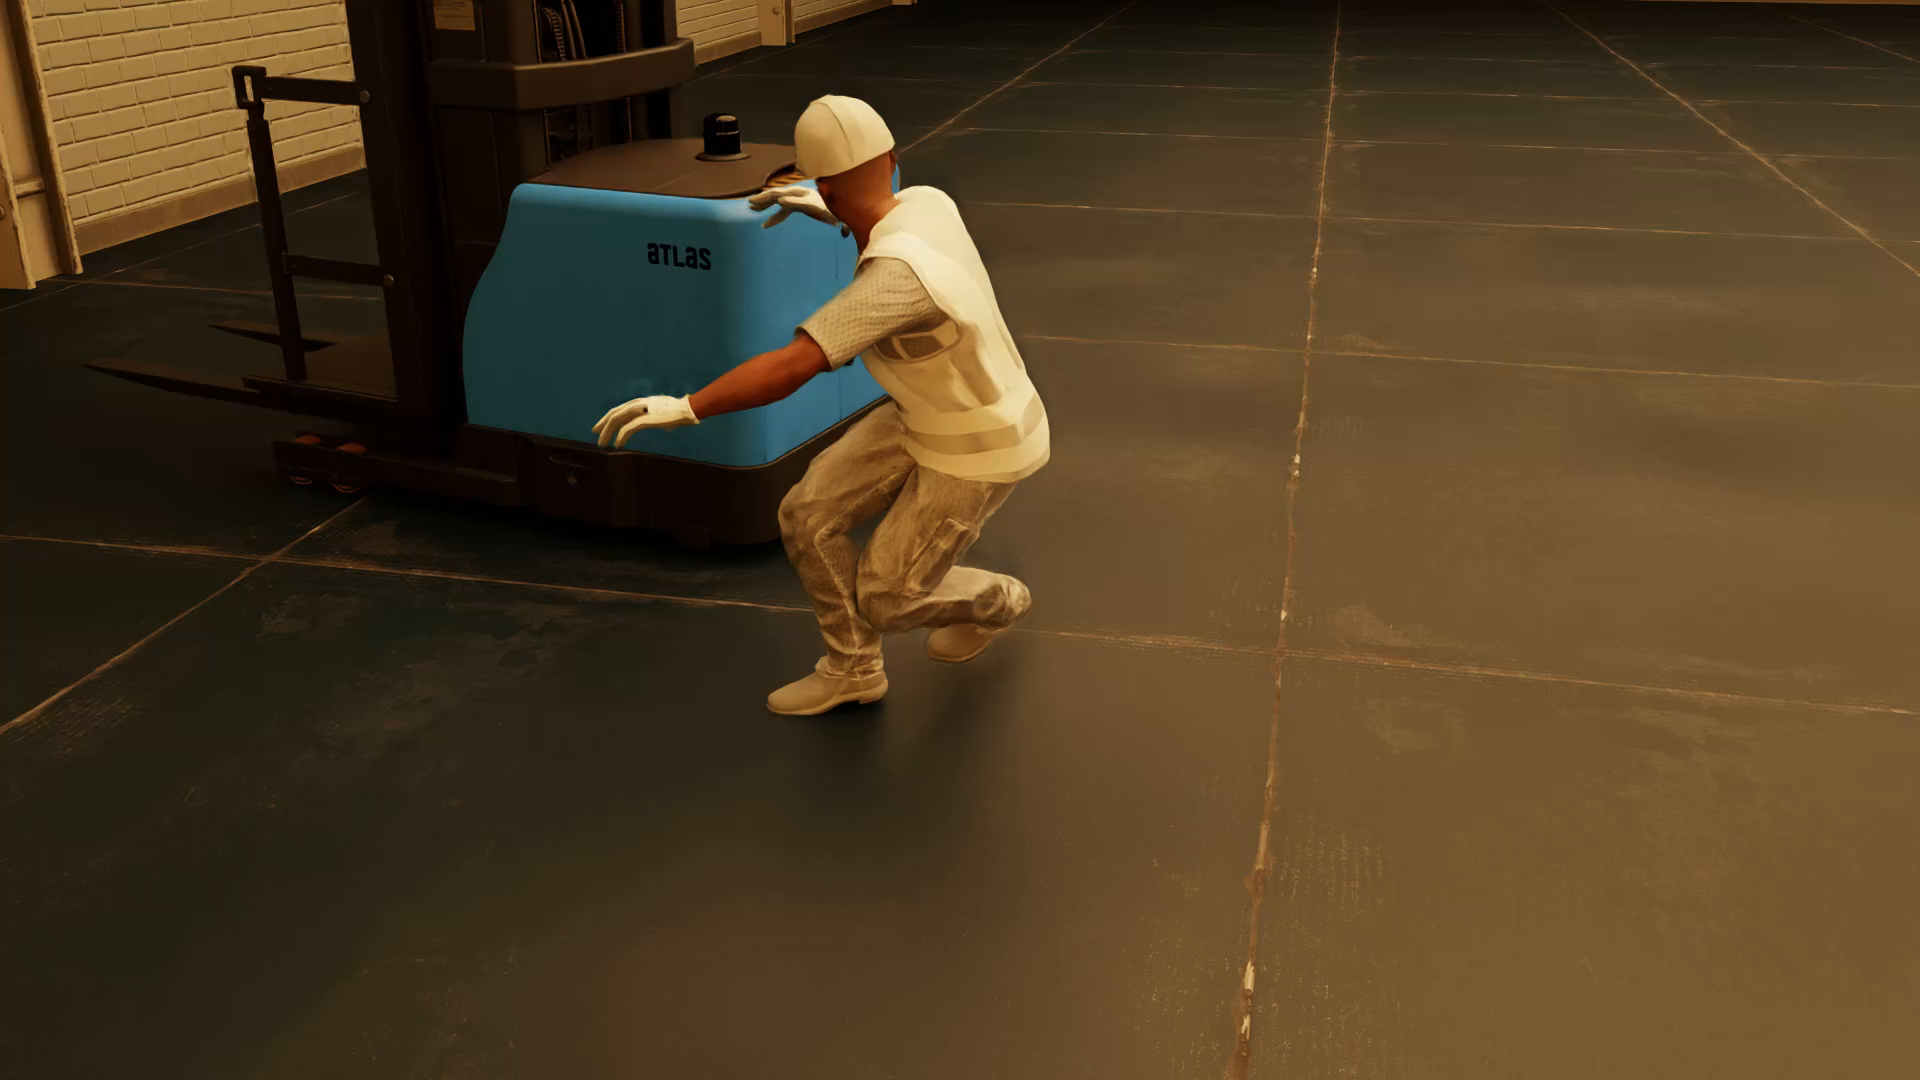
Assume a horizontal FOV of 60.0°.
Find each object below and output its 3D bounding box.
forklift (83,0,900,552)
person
[{"bbox_3d":[-1.741,-1.681,5.389,3.031,2.935,1.130,10,24,23],"label":"forklift"},{"bbox_3d":[-0.339,-0.278,3.876,1.112,1.489,0.841,-9,24,-21],"label":"person"}]
